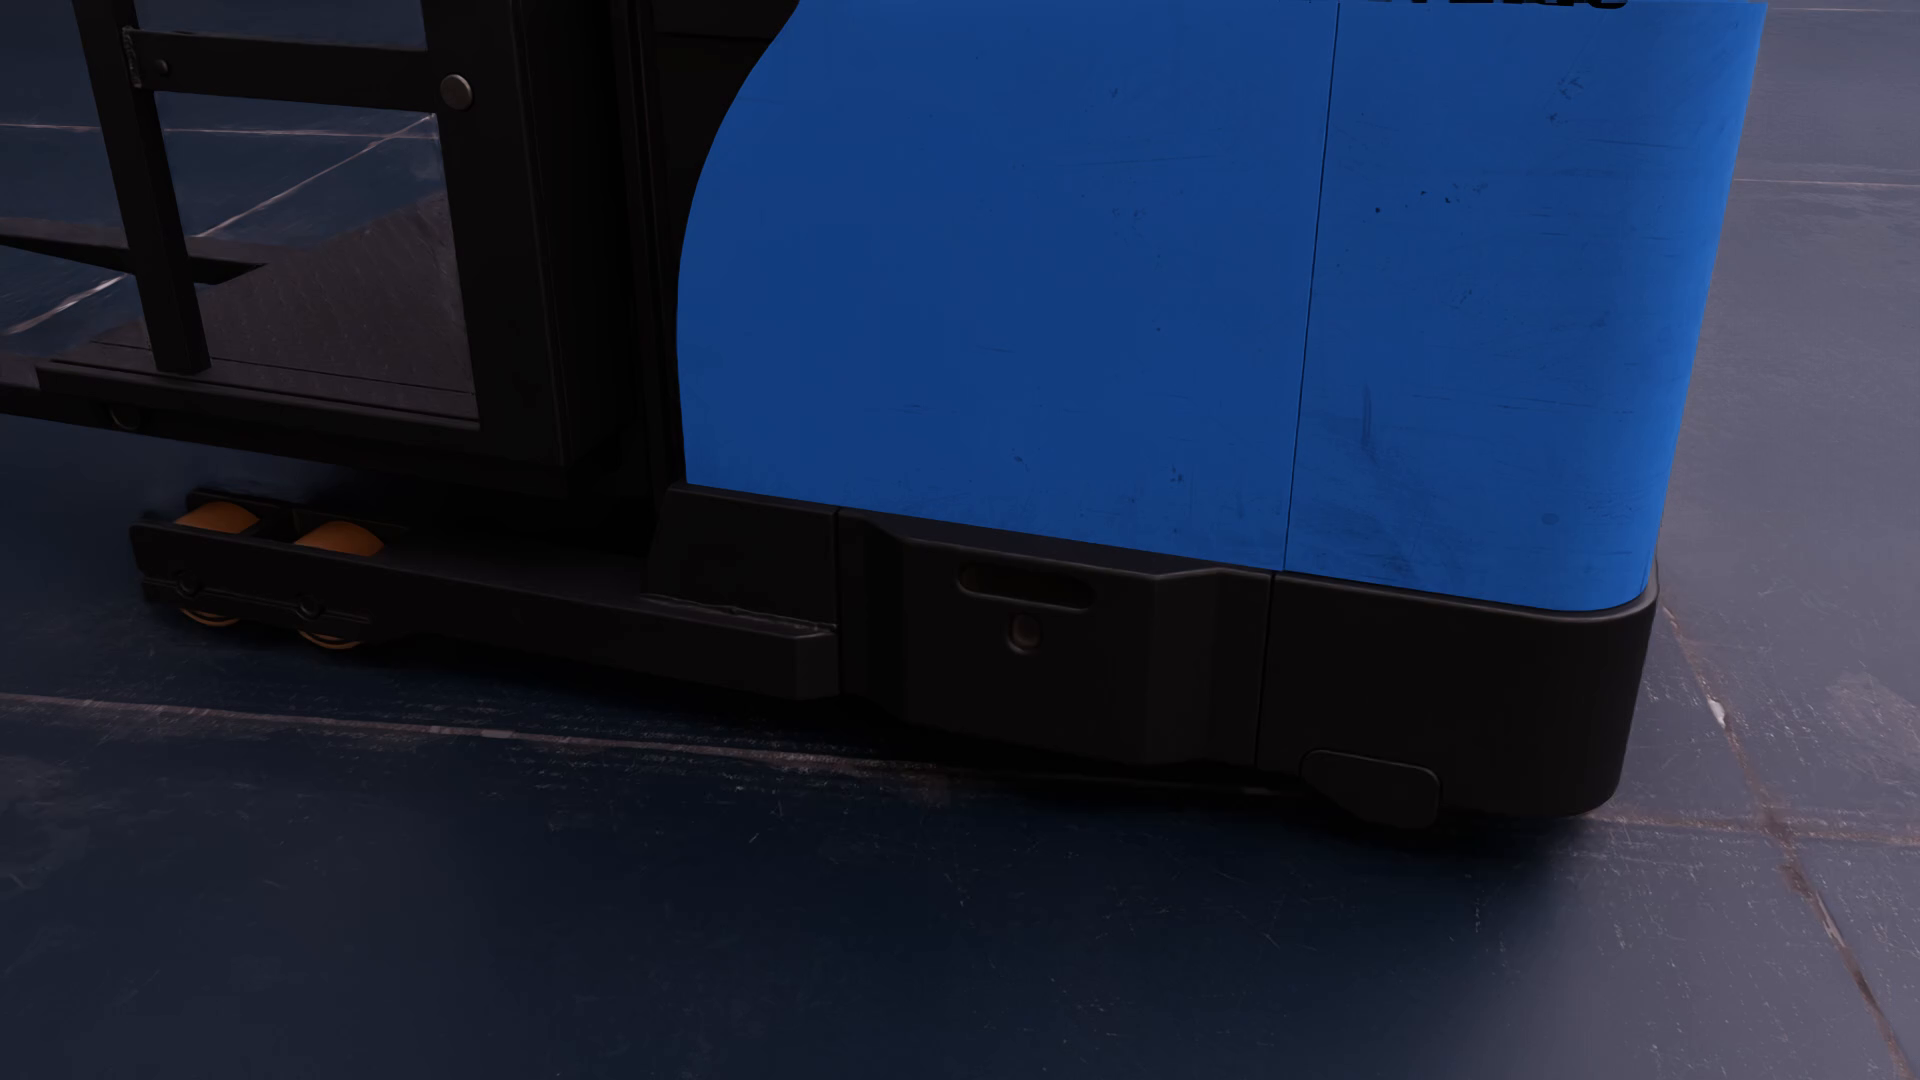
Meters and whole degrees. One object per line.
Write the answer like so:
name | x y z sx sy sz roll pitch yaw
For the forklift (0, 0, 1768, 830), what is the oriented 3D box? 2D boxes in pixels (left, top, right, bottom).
forklift | -0.584 -1.379 1.980 3.031 2.935 1.130 9 28 17
